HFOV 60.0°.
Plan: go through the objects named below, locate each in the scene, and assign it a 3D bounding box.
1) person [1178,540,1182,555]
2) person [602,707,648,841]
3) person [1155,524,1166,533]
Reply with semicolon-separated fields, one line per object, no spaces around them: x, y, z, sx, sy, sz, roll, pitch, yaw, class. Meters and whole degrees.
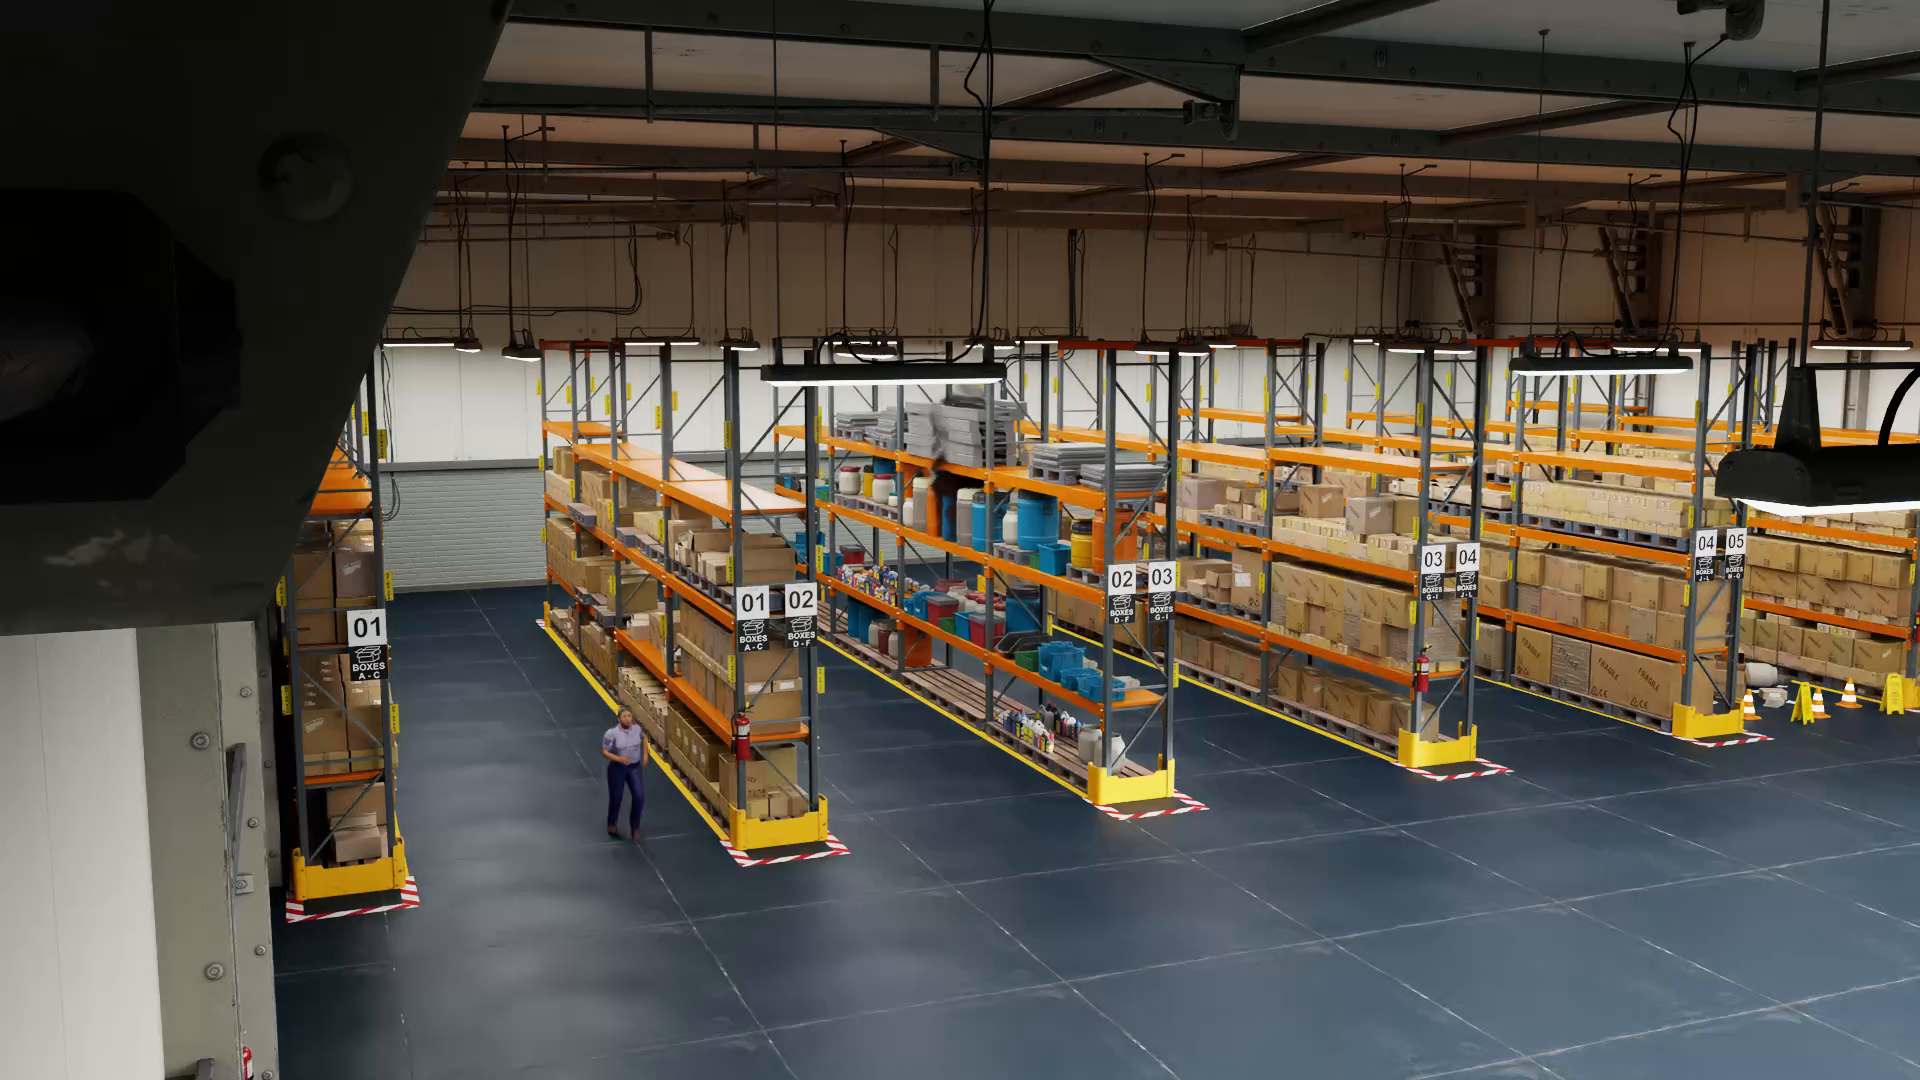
5.337;0.070;41.575;0.646;1.746;0.673;-1;7;-6;person
-4.099;2.886;20.475;0.628;1.705;0.685;-4;8;-28;person
4.932;0.128;41.255;0.588;1.740;0.701;-5;9;-33;person
